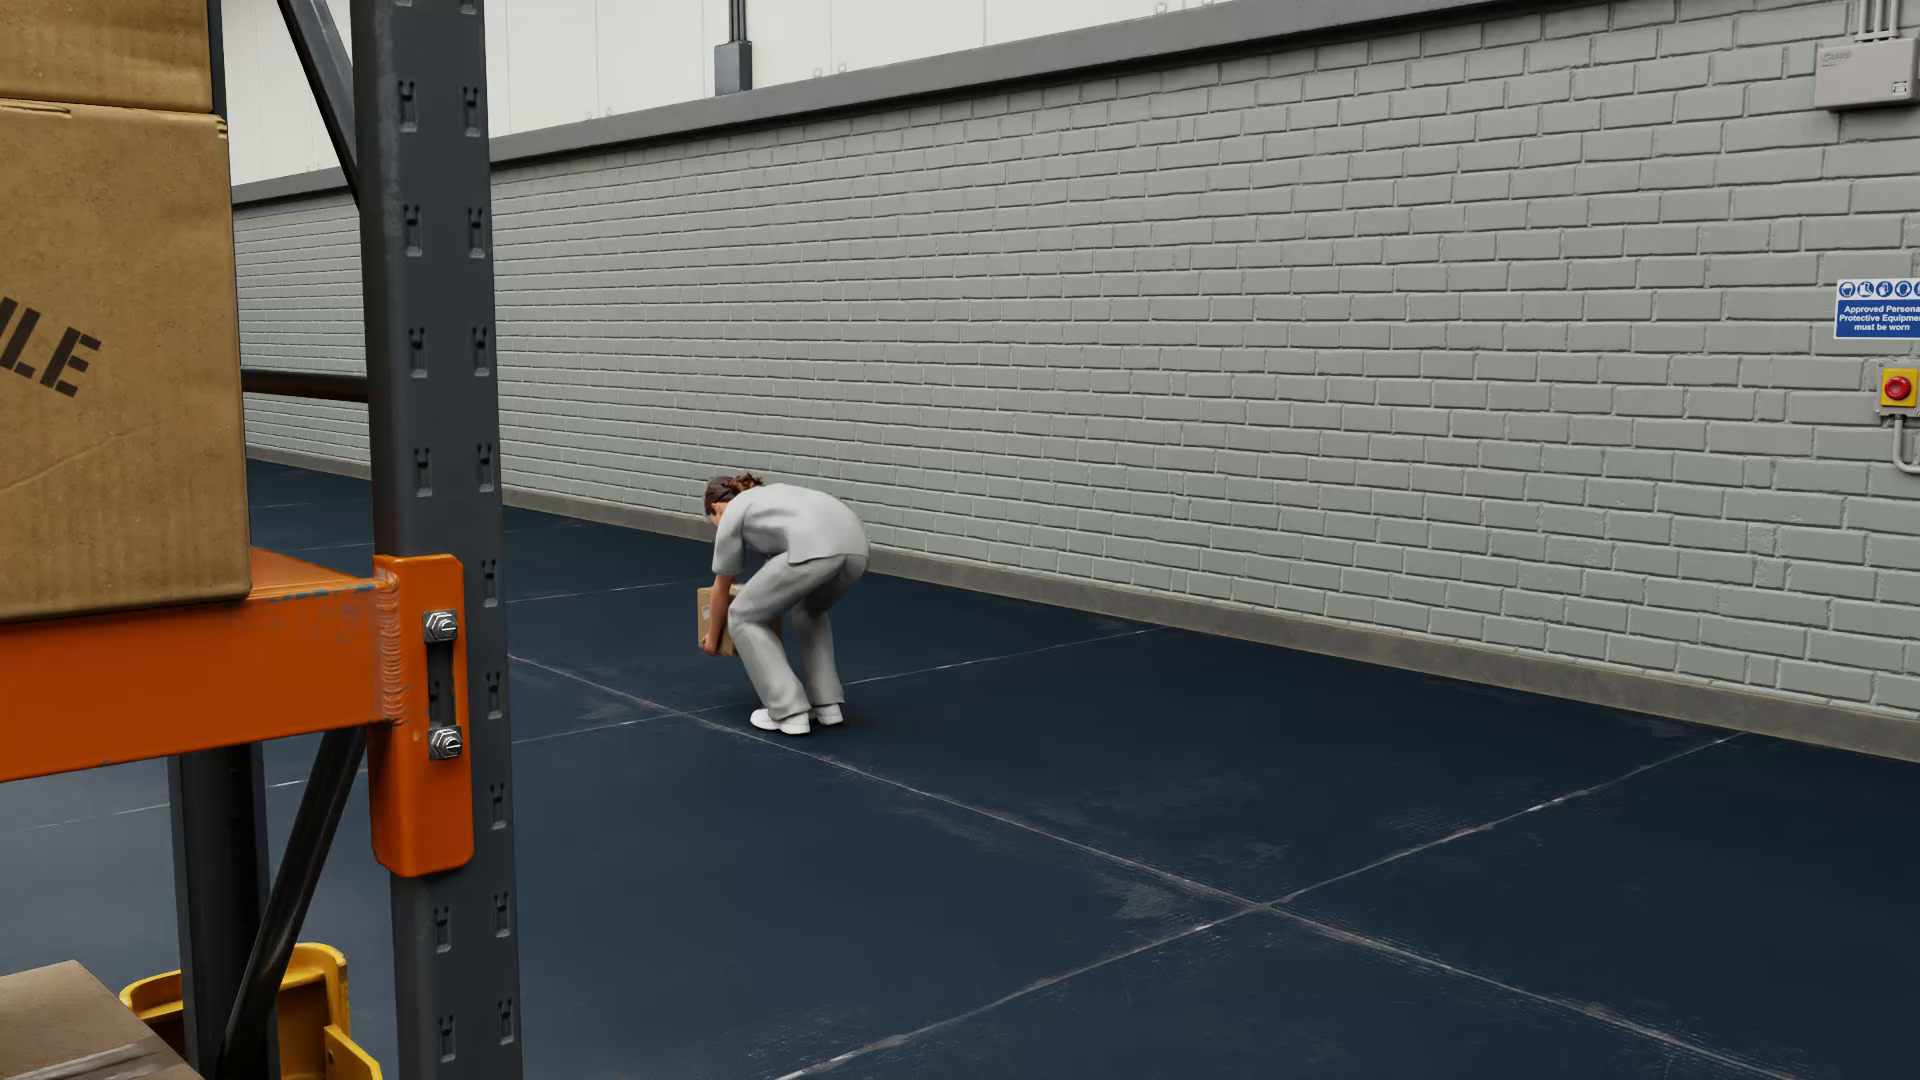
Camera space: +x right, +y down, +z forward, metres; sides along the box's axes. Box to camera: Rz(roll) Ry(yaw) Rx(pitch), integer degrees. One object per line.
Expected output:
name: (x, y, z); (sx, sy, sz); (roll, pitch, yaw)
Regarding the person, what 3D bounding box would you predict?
person: (-0.732, 0.230, 6.654); (0.466, 0.995, 0.866); (-7, 10, -44)
